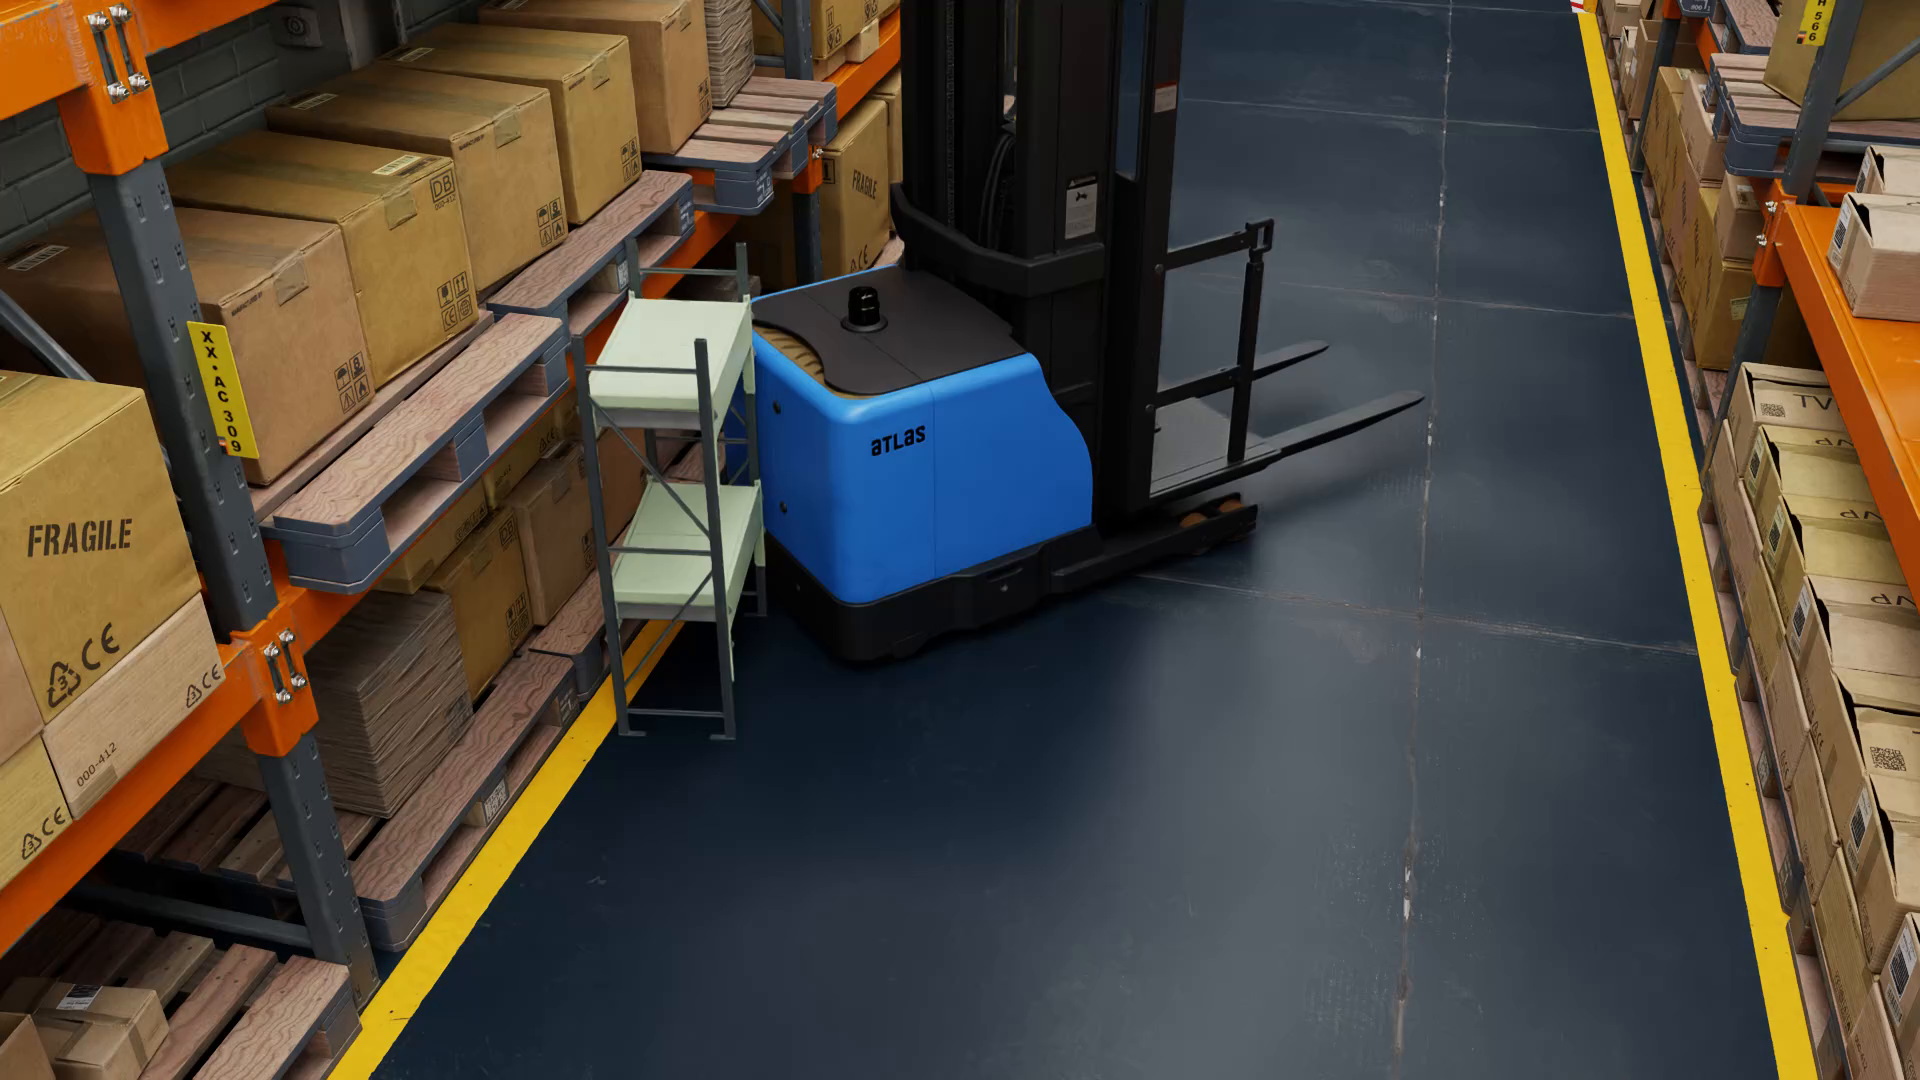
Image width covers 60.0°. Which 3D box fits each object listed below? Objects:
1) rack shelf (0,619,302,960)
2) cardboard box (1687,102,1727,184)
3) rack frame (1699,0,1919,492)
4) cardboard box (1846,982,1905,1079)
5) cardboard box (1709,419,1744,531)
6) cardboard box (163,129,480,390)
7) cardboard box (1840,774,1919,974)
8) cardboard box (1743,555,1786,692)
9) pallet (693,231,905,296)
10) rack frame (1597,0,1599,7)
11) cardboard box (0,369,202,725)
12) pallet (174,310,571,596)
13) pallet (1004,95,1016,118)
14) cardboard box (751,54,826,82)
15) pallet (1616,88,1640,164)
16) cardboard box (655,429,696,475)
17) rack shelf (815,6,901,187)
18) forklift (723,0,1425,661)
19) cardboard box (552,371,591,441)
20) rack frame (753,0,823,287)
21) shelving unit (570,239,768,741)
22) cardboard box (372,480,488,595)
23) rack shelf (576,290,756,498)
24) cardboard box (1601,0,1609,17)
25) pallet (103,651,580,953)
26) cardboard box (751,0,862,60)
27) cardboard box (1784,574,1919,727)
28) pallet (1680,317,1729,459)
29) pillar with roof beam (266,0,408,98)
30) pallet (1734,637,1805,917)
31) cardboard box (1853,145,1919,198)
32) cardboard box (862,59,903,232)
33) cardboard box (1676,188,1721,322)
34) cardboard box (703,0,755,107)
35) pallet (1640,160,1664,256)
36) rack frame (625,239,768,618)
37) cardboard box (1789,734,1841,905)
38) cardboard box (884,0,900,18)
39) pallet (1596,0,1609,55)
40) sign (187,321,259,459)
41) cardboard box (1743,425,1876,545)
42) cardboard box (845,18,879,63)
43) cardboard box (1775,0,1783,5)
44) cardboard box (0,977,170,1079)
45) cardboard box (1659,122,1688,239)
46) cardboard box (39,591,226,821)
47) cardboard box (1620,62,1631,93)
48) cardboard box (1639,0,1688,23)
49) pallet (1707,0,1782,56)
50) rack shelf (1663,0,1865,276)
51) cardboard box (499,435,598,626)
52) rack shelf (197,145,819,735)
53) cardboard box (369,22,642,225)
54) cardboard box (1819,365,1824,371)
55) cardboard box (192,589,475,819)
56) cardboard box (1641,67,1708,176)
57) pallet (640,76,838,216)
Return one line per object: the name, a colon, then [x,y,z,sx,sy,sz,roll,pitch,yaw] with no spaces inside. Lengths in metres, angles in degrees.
rack shelf: [-2.659,1.310,2.565,1.077,0.370,4.000,8,33,12]
cardboard box: [3.932,-1.961,8.260,0.500,0.250,0.500,7,33,11]
rack frame: [3.656,-1.435,6.212,1.000,3.000,0.127,8,33,12]
cardboard box: [2.466,1.369,3.972,0.500,0.250,0.500,8,33,12]
cardboard box: [3.239,-0.220,6.472,0.500,0.250,0.500,8,33,12]
cardboard box: [-1.840,-0.808,4.722,0.700,0.500,0.500,11,34,17]
cardboard box: [2.593,0.867,4.239,0.500,0.311,0.500,9,34,14]
cardboard box: [2.987,0.311,5.636,0.500,0.250,0.500,7,33,11]
pallet: [-0.863,-1.330,8.645,1.003,0.211,1.213,8,33,12]
rack frame: [5.687,-5.587,12.742,1.000,3.000,0.127,8,33,12]
cardboard box: [-1.972,-0.006,3.386,0.500,0.500,0.500,8,33,12]
pallet: [-1.817,-0.328,4.648,1.003,0.211,1.213,8,33,12]
pallet: [-0.244,-2.596,10.637,1.003,0.211,1.213,8,33,12]
cardboard box: [-0.829,-2.149,7.551,0.380,0.149,0.250,8,33,12]
pallet: [4.847,-2.690,10.785,1.003,0.211,1.213,8,33,12]
cardboard box: [-1.512,-0.606,6.828,0.700,0.500,0.500,8,33,12]
rack shelf: [-0.629,-2.842,9.095,1.077,0.370,4.000,8,33,12]
forklift: [0.600,-1.396,6.214,3.031,2.935,1.130,-19,37,-27]
cardboard box: [-1.599,-0.619,6.149,0.500,0.250,0.500,8,33,12]
rack frame: [-1.136,-2.108,7.269,1.000,3.000,0.127,8,33,12]
shelving unit: [-0.936,-0.156,5.591,0.431,1.500,0.755,2,32,2]
cardboard box: [-1.872,-0.092,5.320,0.500,0.250,0.500,7,33,11]
rack shelf: [-0.930,-0.486,5.382,0.431,0.370,0.720,2,32,2]
cardboard box: [5.147,-4.109,12.570,0.500,0.250,0.500,8,33,12]
pallet: [-1.955,0.741,5.388,1.003,0.211,1.213,8,33,12]
cardboard box: [-0.765,-2.501,7.499,0.500,0.500,0.500,9,34,14]
cardboard box: [2.853,0.348,5.055,0.500,0.311,0.500,8,33,12]
pallet: [3.882,-0.641,7.561,1.003,0.211,1.213,8,33,12]
pillar with roof beam: [1.861,-3.496,3.862,9.100,9.000,0.400,8,33,12]
pallet: [3.098,0.795,5.303,1.003,0.211,1.213,8,33,12]
cardboard box: [3.522,-1.215,5.948,0.500,0.311,0.500,10,34,15]
cardboard box: [-0.594,-2.195,9.019,0.750,0.750,0.750,8,33,12]
cardboard box: [3.798,-1.352,8.000,0.500,0.500,0.500,7,33,11]
cardboard box: [-1.246,-2.090,6.739,0.700,0.500,0.500,4,33,7]
pallet: [4.502,-1.907,9.553,1.003,0.211,1.213,8,33,12]
rack frame: [-0.917,-0.352,5.900,0.400,1.500,0.023,2,32,2]
cardboard box: [2.726,0.841,4.802,0.500,0.250,0.500,9,33,13]
cardboard box: [-0.529,-2.821,8.607,0.380,0.149,0.250,9,33,13]
pallet: [5.466,-3.956,12.777,1.003,0.211,1.213,8,33,12]
sign: [-1.624,-0.327,3.662,0.100,0.325,0.005,8,33,12]
cardboard box: [3.114,-0.183,5.891,0.500,0.311,0.500,7,33,11]
cardboard box: [-0.607,-2.405,7.953,0.380,0.149,0.250,9,34,14]
cardboard box: [4.283,-2.805,7.882,0.700,0.500,0.500,0,32,0]
cardboard box: [-2.258,1.260,4.203,0.380,0.166,0.250,4,33,6]
cardboard box: [4.054,-1.887,8.842,0.500,0.500,0.500,8,33,13]
cardboard box: [-1.978,0.310,3.588,0.500,0.250,0.500,8,33,12]
cardboard box: [4.579,-3.030,10.968,0.380,0.149,0.250,8,33,12]
cardboard box: [5.143,-3.619,11.563,0.797,0.503,0.637,8,33,12]
pallet: [4.145,-2.364,7.851,1.003,0.211,1.213,8,33,12]
rack shelf: [4.164,-2.169,8.037,1.077,0.370,4.000,8,33,12]
cardboard box: [-1.729,-0.081,6.002,0.700,0.500,0.500,8,33,13]
rack shelf: [-1.644,-0.766,5.830,1.077,0.370,4.000,8,33,12]
cardboard box: [-1.540,-1.441,5.717,0.700,0.500,0.500,8,33,12]
cardboard box: [4.176,-1.036,7.503,0.500,0.500,0.500,7,33,11]
cardboard box: [-1.980,0.453,5.161,0.700,0.500,0.500,9,34,14]
cardboard box: [4.313,-2.424,9.687,0.500,0.500,0.500,7,33,10]
pallet: [-1.214,-1.642,6.716,1.213,0.211,1.003,8,33,12]
